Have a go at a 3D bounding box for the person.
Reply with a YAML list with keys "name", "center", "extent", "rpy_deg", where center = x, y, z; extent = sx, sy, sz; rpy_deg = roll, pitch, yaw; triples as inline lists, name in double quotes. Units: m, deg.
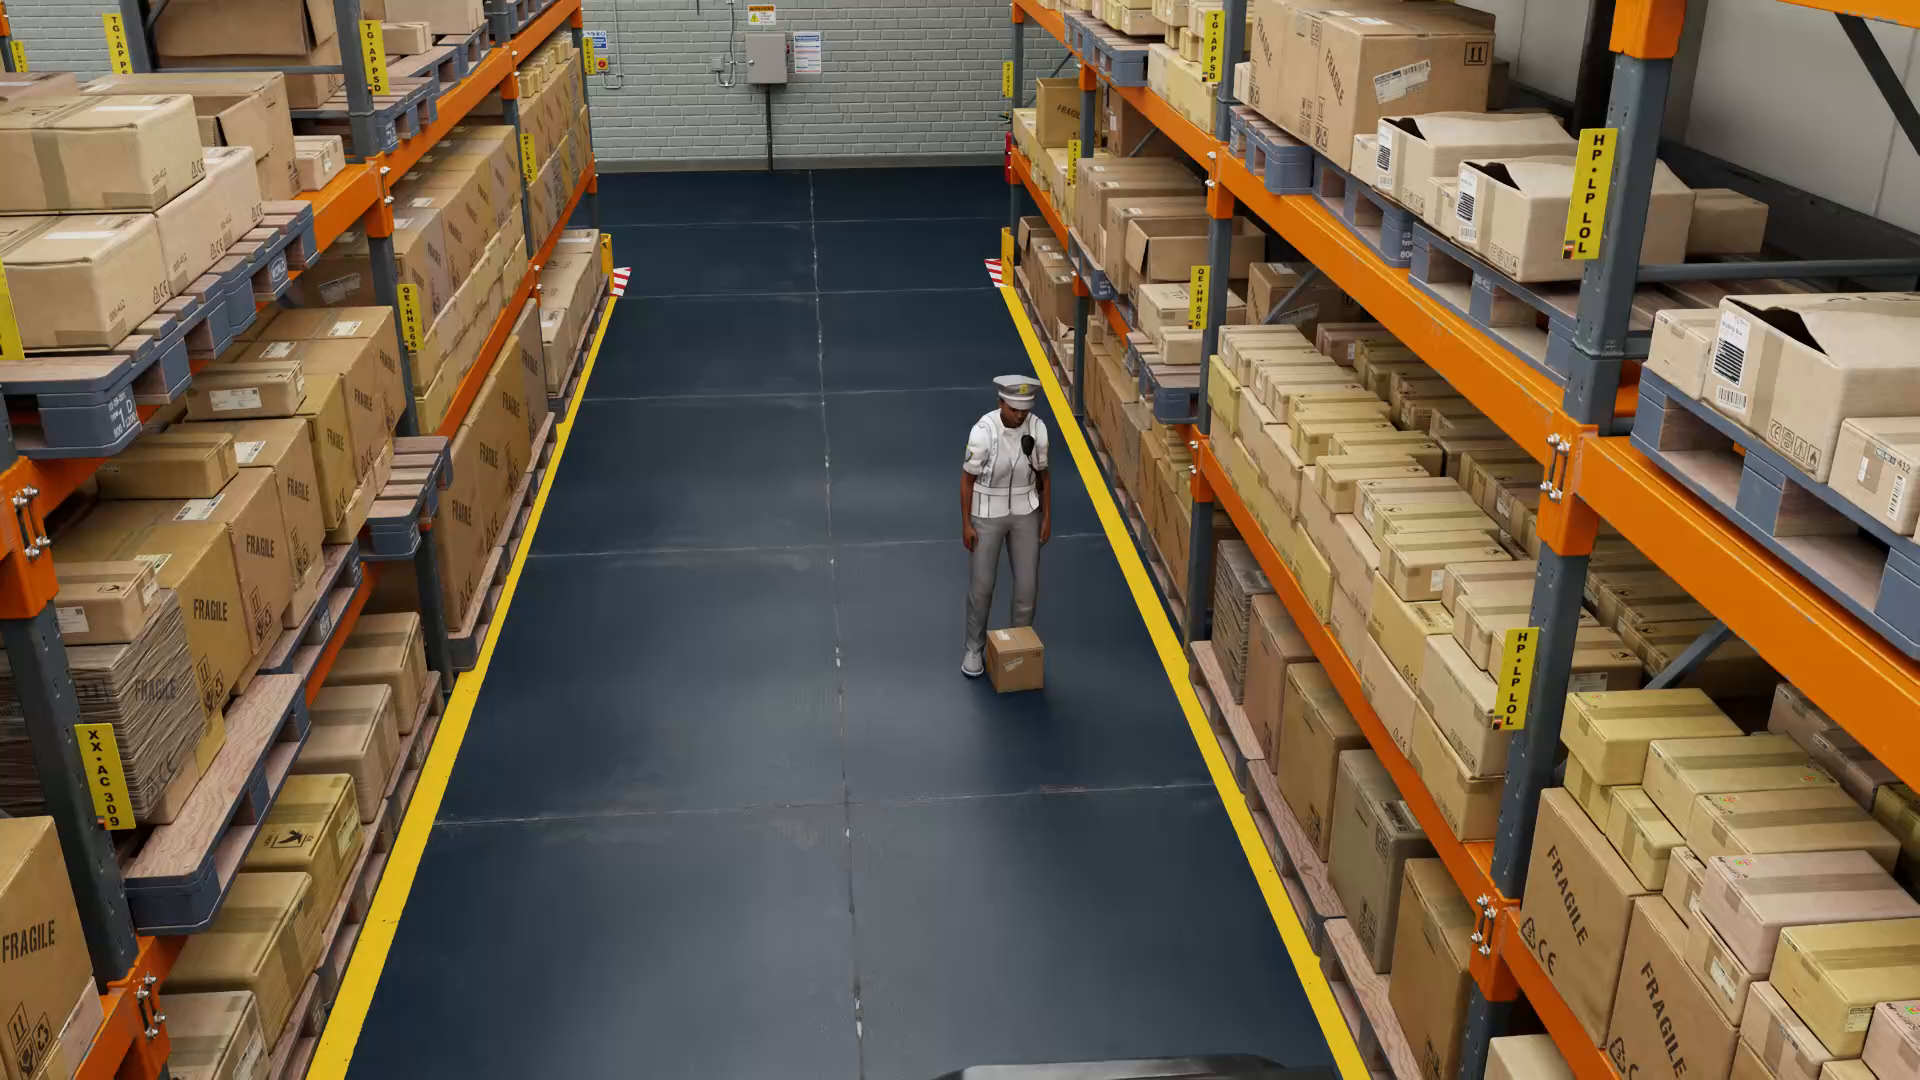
- name: "person"
  center: [0.244, -0.089, 8.806]
  extent: [0.509, 1.657, 0.425]
  rpy_deg: [-5, 24, -12]
